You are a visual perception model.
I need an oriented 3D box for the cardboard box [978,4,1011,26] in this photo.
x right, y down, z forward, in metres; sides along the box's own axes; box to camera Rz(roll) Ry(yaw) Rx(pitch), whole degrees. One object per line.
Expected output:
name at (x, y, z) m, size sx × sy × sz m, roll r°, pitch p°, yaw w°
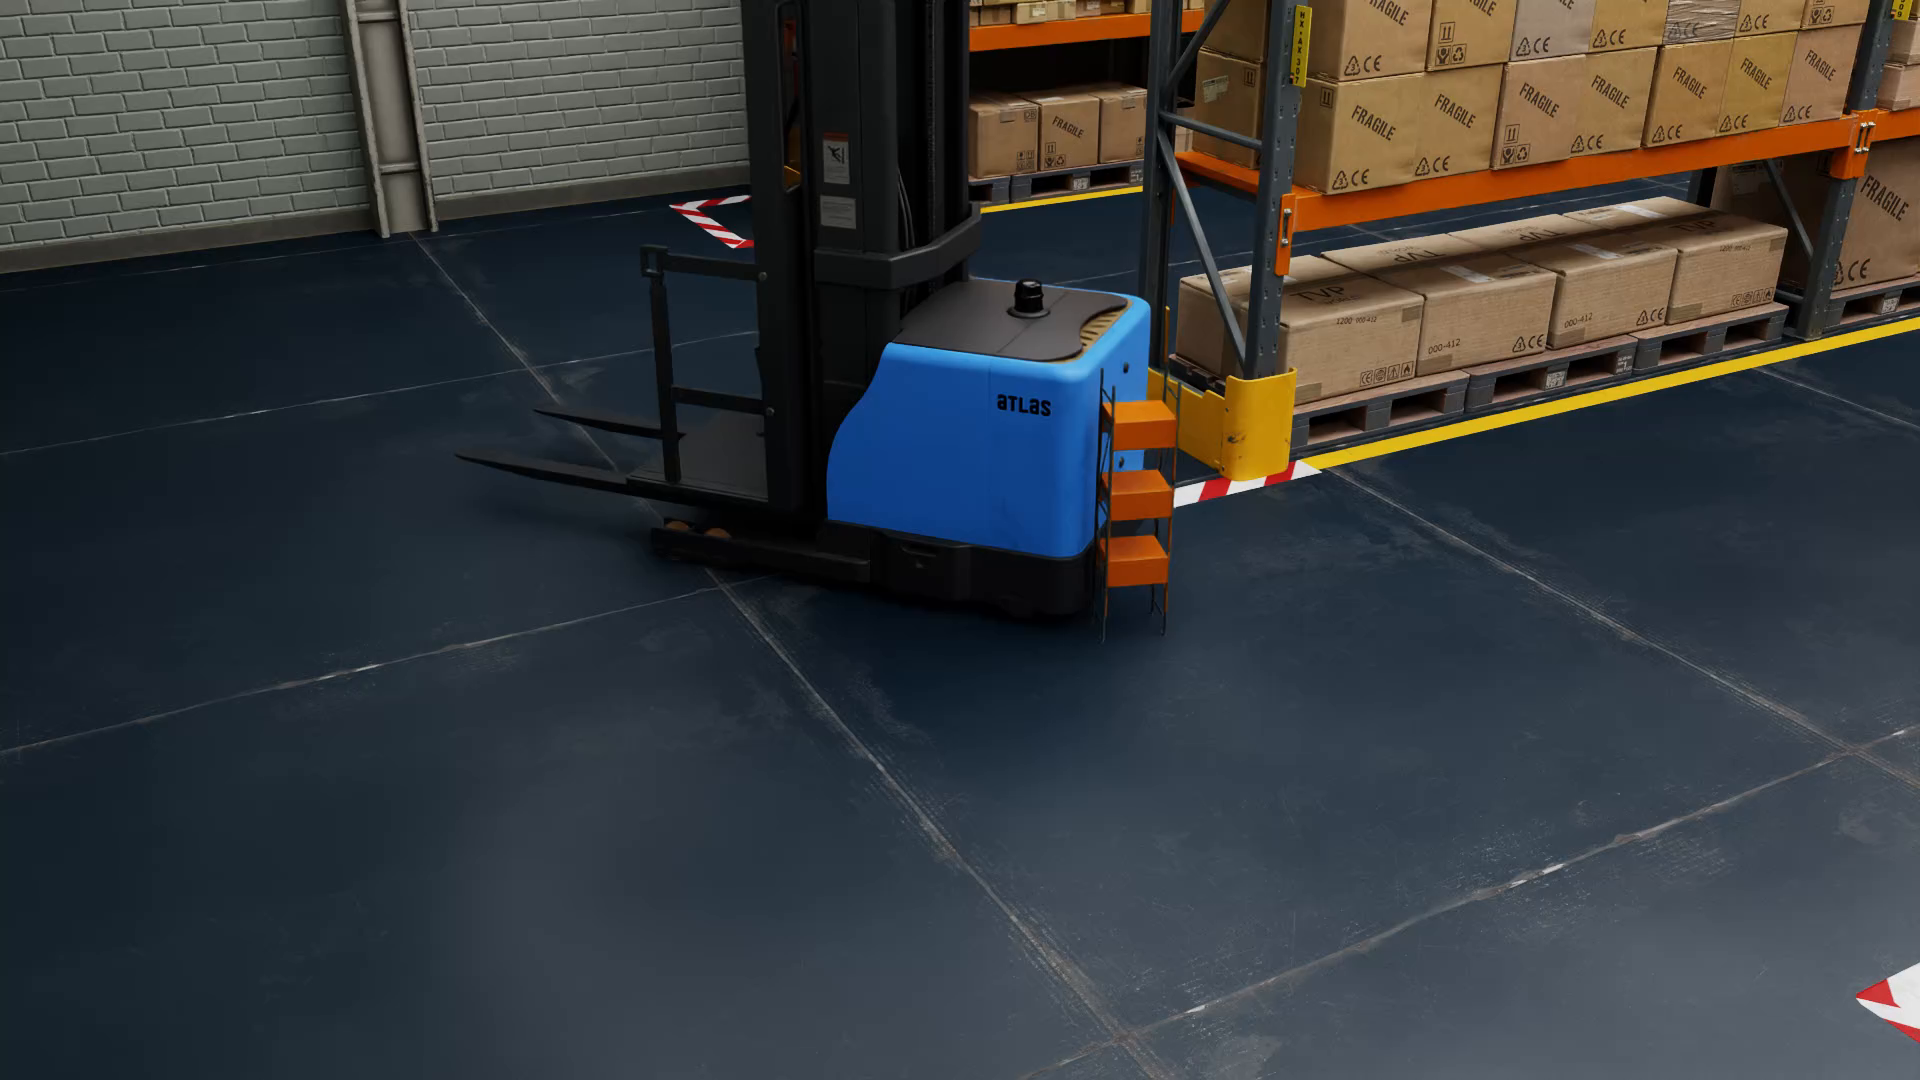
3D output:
cardboard box at (0.170, -3.844, 12.082) m, size 0.250 × 0.149 × 0.380 m, roll -13°, pitch 28°, yaw -24°

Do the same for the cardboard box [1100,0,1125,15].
cardboard box at (1.042, -4.076, 12.564) m, size 0.250 × 0.149 × 0.380 m, roll -13°, pitch 28°, yaw -24°

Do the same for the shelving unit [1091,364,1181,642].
shelving unit at (0.660, -0.129, 6.306) m, size 0.252 × 1.050 × 0.215 m, roll -4°, pitch 26°, yaw -8°

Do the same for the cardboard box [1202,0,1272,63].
cardboard box at (1.502, -2.565, 7.856) m, size 0.500 × 0.500 × 0.500 m, roll -12°, pitch 28°, yaw -23°

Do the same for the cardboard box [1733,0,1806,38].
cardboard box at (3.980, -2.889, 8.530) m, size 0.500 × 0.500 × 0.500 m, roll -13°, pitch 29°, yaw -26°

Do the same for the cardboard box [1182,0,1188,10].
cardboard box at (1.535, -4.148, 12.715) m, size 0.250 × 0.149 × 0.380 m, roll -12°, pitch 28°, yaw -24°

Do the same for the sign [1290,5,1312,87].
sign at (1.444, -2.093, 7.052) m, size 0.005 × 0.325 × 0.100 m, roll -13°, pitch 29°, yaw -25°

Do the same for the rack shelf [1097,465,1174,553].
rack shelf at (0.660, -0.120, 6.310) m, size 0.240 × 0.259 × 0.215 m, roll -4°, pitch 26°, yaw -8°

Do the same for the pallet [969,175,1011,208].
pallet at (-0.380, -2.696, 12.622) m, size 1.213 × 0.211 × 1.003 m, roll -13°, pitch 29°, yaw -25°

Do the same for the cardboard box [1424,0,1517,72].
cardboard box at (2.199, -2.473, 7.664) m, size 0.500 × 0.500 × 0.500 m, roll -14°, pitch 29°, yaw -26°

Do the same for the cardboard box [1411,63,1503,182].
cardboard box at (2.180, -2.027, 7.890) m, size 0.500 × 0.500 × 0.500 m, roll -13°, pitch 29°, yaw -26°

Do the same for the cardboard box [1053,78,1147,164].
cardboard box at (1.122, -3.296, 13.053) m, size 0.500 × 0.500 × 0.700 m, roll -14°, pitch 29°, yaw -27°

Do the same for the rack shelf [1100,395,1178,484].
rack shelf at (0.660, -0.376, 6.188) m, size 0.240 × 0.259 × 0.215 m, roll -4°, pitch 26°, yaw -8°

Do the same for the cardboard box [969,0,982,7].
cardboard box at (-0.179, -3.934, 11.807) m, size 0.500 × 0.250 × 0.500 m, roll -13°, pitch 28°, yaw -25°

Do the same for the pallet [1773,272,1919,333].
pallet at (5.363, -1.624, 10.388) m, size 1.213 × 0.211 × 1.003 m, roll -13°, pitch 29°, yaw -25°

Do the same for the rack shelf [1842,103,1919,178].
rack shelf at (6.483, -2.778, 10.401) m, size 4.000 × 0.370 × 1.077 m, roll -13°, pitch 29°, yaw -25°

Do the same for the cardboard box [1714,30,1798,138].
cardboard box at (3.978, -2.441, 8.753) m, size 0.500 × 0.500 × 0.500 m, roll -14°, pitch 29°, yaw -26°

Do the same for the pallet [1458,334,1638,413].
pallet at (2.932, -1.062, 9.219) m, size 1.213 × 0.211 × 1.003 m, roll -13°, pitch 29°, yaw -25°

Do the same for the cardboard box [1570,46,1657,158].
cardboard box at (3.072, -2.232, 8.318) m, size 0.500 × 0.500 × 0.500 m, roll -12°, pitch 28°, yaw -23°

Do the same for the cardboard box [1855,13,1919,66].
cardboard box at (5.239, -2.834, 9.284) m, size 0.500 × 0.250 × 0.500 m, roll -14°, pitch 29°, yaw -27°

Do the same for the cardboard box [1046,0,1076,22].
cardboard box at (0.652, -3.929, 12.257) m, size 0.250 × 0.149 × 0.380 m, roll -12°, pitch 28°, yaw -24°

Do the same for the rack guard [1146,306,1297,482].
rack guard at (1.167, -0.748, 8.231) m, size 0.348 × 0.500 × 1.175 m, roll -13°, pitch 29°, yaw -25°

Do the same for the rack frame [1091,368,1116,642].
rack frame at (0.540, -0.121, 6.288) m, size 0.008 × 1.050 × 0.200 m, roll -4°, pitch 26°, yaw -8°

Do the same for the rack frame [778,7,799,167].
rack frame at (-1.150, -3.775, 11.647) m, size 0.127 × 3.000 × 1.000 m, roll -13°, pitch 29°, yaw -25°

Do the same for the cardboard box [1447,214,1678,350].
cardboard box at (3.324, -1.460, 9.299) m, size 0.875 × 0.438 × 0.875 m, roll -14°, pitch 29°, yaw -27°

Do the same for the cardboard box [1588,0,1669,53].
cardboard box at (3.089, -2.683, 8.101) m, size 0.500 × 0.500 × 0.500 m, roll -13°, pitch 28°, yaw -25°

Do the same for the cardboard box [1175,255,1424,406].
cardboard box at (1.724, -1.087, 8.523) m, size 0.875 × 0.438 × 0.875 m, roll -14°, pitch 29°, yaw -27°

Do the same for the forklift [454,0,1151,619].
forklift at (-0.768, -1.403, 6.786) m, size 3.031 × 2.935 × 1.130 m, roll 10°, pitch 27°, yaw 19°

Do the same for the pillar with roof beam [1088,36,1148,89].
pillar with roof beam at (3.366, -5.852, 9.042) m, size 0.400 × 9.000 × 9.100 m, roll -13°, pitch 29°, yaw -25°

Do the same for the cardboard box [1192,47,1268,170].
cardboard box at (1.490, -2.124, 8.094) m, size 0.500 × 0.500 × 0.500 m, roll -13°, pitch 28°, yaw -25°

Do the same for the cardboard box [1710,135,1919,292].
cardboard box at (5.227, -2.083, 10.093) m, size 0.875 × 0.875 × 0.875 m, roll -12°, pitch 28°, yaw -24°

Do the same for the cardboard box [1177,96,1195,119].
cardboard box at (1.685, -3.523, 13.742) m, size 0.500 × 0.311 × 0.500 m, roll -12°, pitch 28°, yaw -23°

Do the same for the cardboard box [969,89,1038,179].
cardboard box at (0.206, -3.085, 12.613) m, size 0.500 × 0.500 × 0.700 m, roll -12°, pitch 28°, yaw -23°

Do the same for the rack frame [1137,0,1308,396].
rack frame at (1.189, -1.880, 7.700) m, size 0.127 × 3.000 × 1.000 m, roll -13°, pitch 29°, yaw -25°
